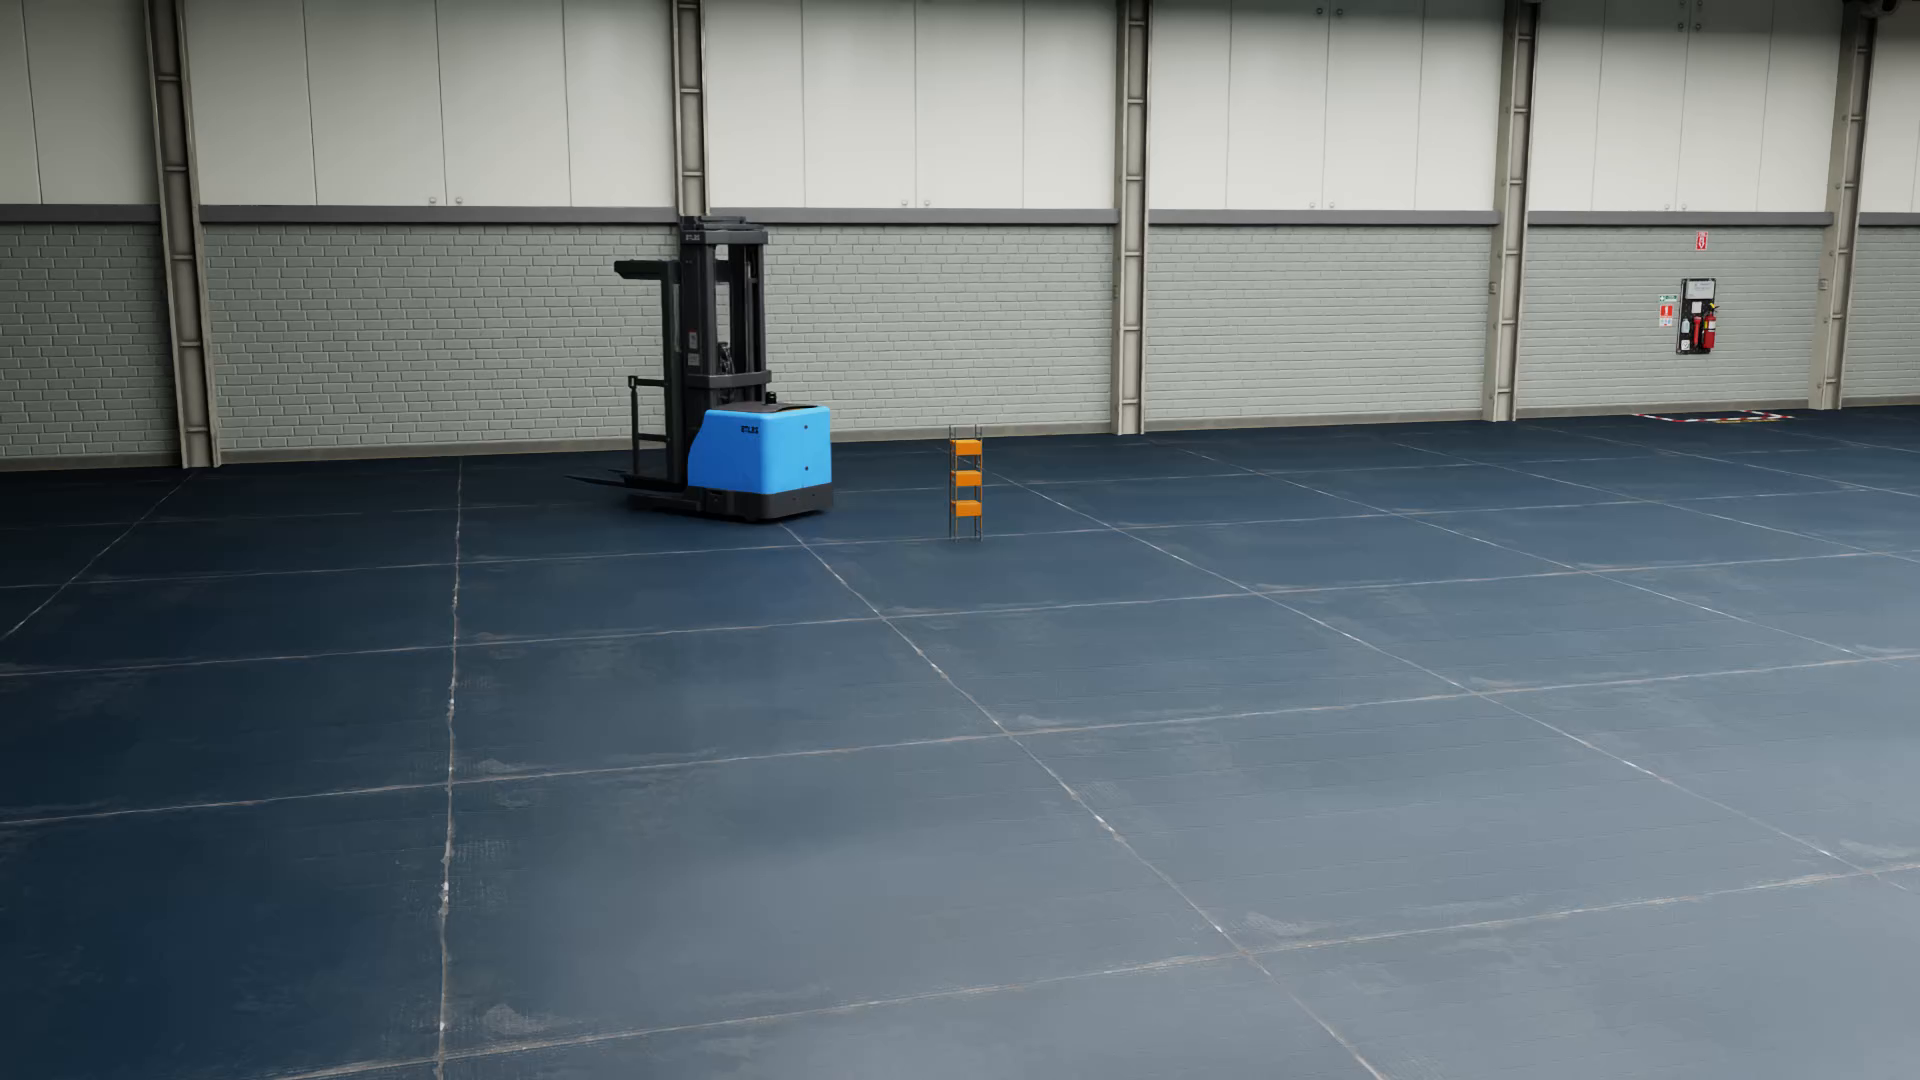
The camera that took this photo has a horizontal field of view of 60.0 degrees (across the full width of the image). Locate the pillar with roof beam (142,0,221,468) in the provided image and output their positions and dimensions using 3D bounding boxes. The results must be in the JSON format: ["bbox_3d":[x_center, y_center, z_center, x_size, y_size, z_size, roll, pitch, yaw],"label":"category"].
[{"bbox_3d":[-7.965,-4.573,15.235,0.400,9.000,9.100,-3,11,-16],"label":"pillar with roof beam"}]

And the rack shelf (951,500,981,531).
[{"bbox_3d":[0.051,-0.235,15.222,0.240,0.259,0.215,-3,11,-16],"label":"rack shelf"}]

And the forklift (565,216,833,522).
[{"bbox_3d":[-2.781,-1.800,16.931,3.031,2.935,1.130,7,13,34],"label":"forklift"}]

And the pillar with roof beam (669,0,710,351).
[{"bbox_3d":[-2.205,-4.876,16.884,0.400,9.000,9.100,-3,11,-16],"label":"pillar with roof beam"}]

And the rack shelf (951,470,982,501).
[{"bbox_3d":[0.051,-0.509,15.172,0.240,0.259,0.215,-3,11,-16],"label":"rack shelf"}]

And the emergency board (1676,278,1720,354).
[{"bbox_3d":[11.491,-3.467,25.797,0.643,1.169,0.194,-3,11,-16],"label":"emergency board"}]

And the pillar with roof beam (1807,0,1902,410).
[{"bbox_3d":[15.078,-5.787,21.832,0.548,9.000,9.100,-3,11,-16],"label":"pillar with roof beam"}]

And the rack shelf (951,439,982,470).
[{"bbox_3d":[0.051,-0.788,15.120,0.240,0.259,0.215,-3,11,-16],"label":"rack shelf"}]

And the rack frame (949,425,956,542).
[{"bbox_3d":[-0.066,-0.513,15.136,0.008,1.050,0.200,-3,11,-16],"label":"rack frame"}]

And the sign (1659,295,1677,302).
[{"bbox_3d":[10.939,-3.734,25.684,0.331,0.109,0.001,-3,11,-16],"label":"sign"}]

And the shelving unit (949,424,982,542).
[{"bbox_3d":[0.051,-0.519,15.170,0.252,1.050,0.215,-3,11,-16],"label":"shelving unit"}]

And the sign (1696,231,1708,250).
[{"bbox_3d":[11.456,-4.624,25.679,0.199,0.298,0.001,-3,11,-16],"label":"sign"}]

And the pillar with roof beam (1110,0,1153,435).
[{"bbox_3d":[3.556,-5.180,18.534,0.400,9.000,9.100,-3,11,-16],"label":"pillar with roof beam"}]

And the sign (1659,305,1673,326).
[{"bbox_3d":[10.932,-3.474,25.739,0.234,0.329,0.001,-3,11,-16],"label":"sign"}]

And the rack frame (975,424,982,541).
[{"bbox_3d":[0.169,-0.525,15.203,0.008,1.050,0.200,-3,11,-16],"label":"rack frame"}]

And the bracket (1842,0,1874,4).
[{"bbox_3d":[13.576,-8.223,25.122,0.430,0.232,0.235,-3,11,-16],"label":"bracket"}]

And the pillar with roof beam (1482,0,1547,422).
[{"bbox_3d":[9.317,-5.484,20.183,0.548,9.000,9.100,-3,11,-16],"label":"pillar with roof beam"}]

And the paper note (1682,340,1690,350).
[{"bbox_3d":[11.302,-3.037,25.894,0.142,0.148,0.016,-3,11,-16],"label":"paper note"}]
